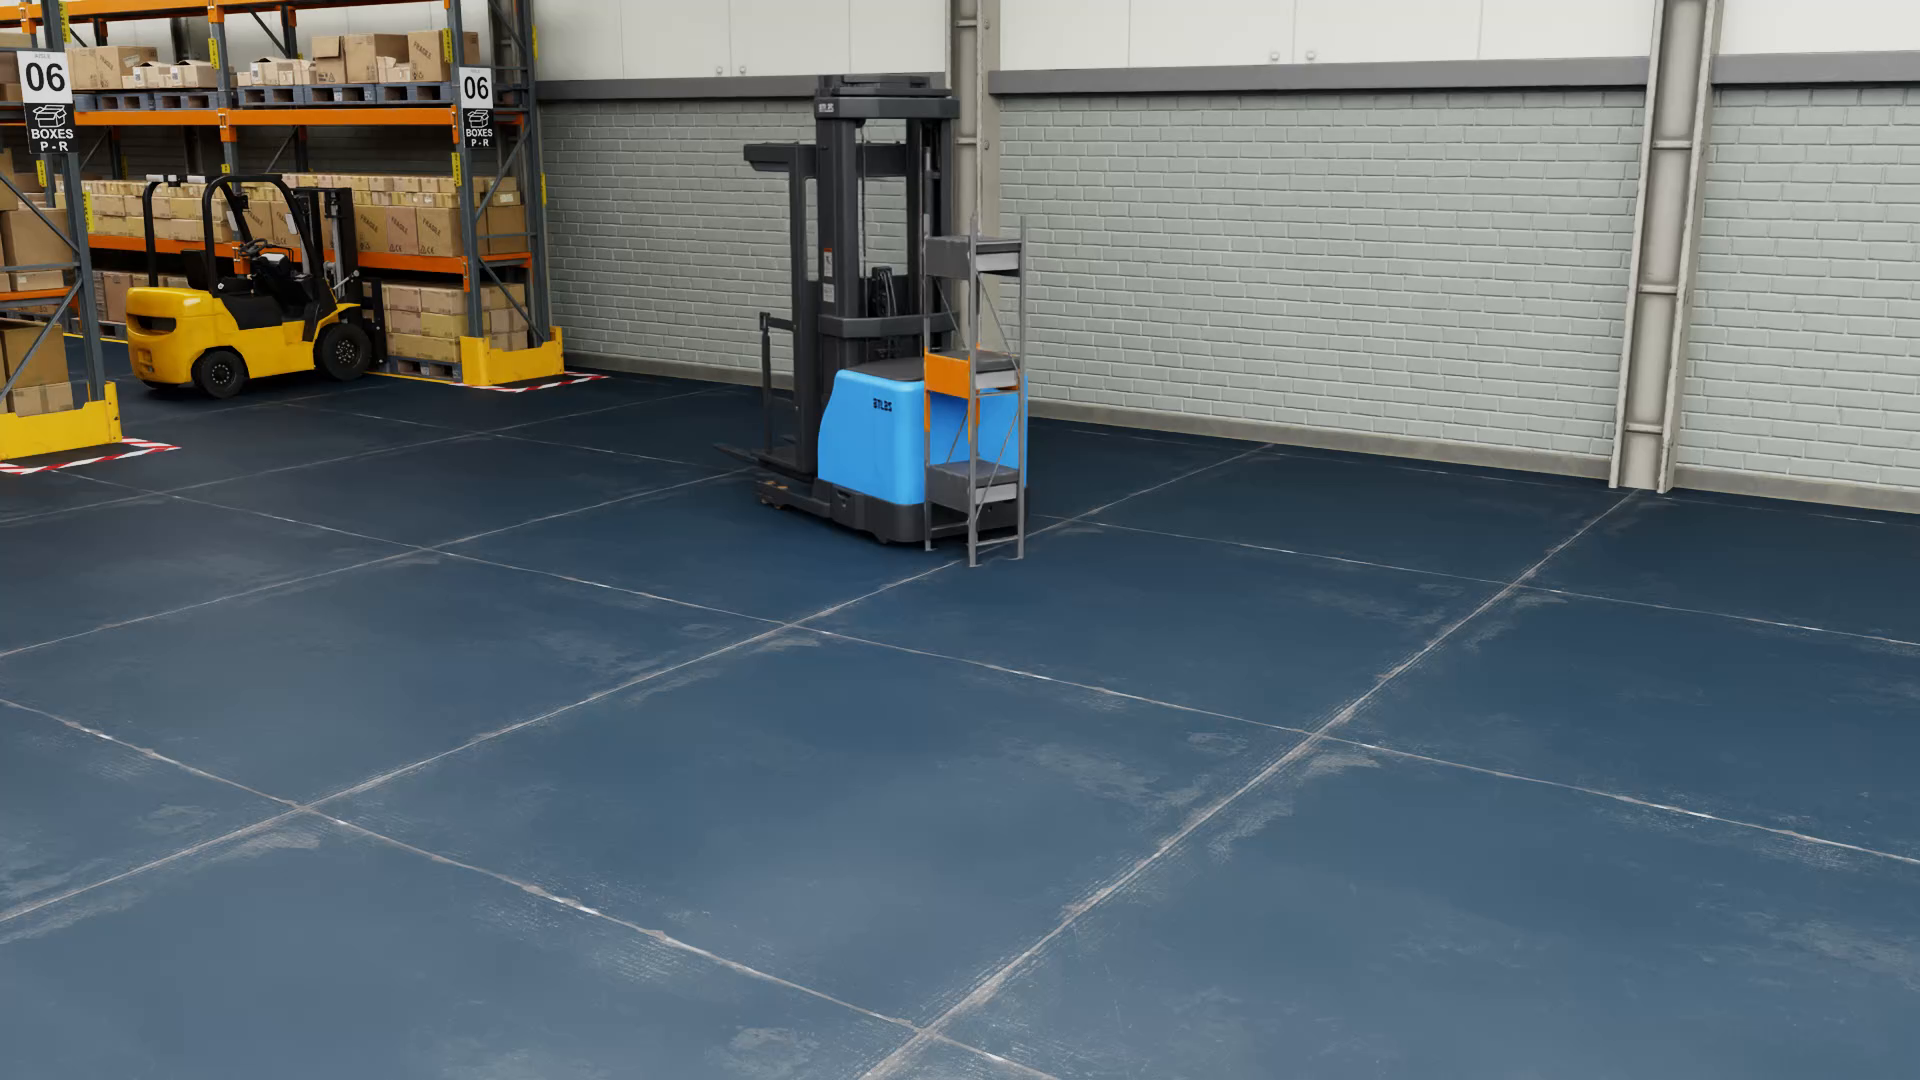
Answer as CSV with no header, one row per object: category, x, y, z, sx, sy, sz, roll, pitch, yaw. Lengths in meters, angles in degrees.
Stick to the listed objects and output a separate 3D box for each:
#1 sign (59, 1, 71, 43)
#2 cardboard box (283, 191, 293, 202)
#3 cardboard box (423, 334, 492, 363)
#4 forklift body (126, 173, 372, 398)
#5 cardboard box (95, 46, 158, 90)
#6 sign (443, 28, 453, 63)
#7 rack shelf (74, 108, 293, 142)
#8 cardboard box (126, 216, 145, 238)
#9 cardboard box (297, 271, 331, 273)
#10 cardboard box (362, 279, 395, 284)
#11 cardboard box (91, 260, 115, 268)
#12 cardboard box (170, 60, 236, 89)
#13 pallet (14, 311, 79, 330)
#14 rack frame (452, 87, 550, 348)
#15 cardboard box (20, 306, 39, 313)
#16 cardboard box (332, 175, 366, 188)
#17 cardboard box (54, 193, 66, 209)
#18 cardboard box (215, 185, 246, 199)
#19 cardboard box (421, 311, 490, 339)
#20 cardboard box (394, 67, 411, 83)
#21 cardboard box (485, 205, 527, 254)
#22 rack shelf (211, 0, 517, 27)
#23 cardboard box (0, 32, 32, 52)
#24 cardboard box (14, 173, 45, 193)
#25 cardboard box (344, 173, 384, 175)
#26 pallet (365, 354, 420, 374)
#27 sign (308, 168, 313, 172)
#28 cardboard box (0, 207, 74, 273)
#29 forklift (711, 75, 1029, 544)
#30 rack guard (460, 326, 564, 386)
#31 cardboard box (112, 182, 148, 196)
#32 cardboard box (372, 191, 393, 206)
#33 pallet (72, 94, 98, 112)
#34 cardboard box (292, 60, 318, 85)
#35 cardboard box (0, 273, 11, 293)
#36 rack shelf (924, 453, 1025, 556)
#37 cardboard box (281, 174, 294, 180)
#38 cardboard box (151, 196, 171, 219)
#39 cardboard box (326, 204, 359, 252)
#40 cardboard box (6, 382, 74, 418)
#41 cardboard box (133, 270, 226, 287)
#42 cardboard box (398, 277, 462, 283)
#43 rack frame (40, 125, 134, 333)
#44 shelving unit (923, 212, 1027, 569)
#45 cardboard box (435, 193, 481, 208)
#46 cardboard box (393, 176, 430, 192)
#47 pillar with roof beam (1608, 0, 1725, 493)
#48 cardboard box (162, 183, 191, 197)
sign,-7.255,-4.189,13.443,0.005,0.325,0.100,9,17,33
cardboard box,-7.381,-3.884,18.713,0.250,0.149,0.380,10,17,34
cardboard box,-5.356,-2.060,17.752,0.500,0.250,0.500,9,17,33
forklift body,-7.382,-2.670,17.132,1.214,2.155,2.313,9,17,33
cardboard box,-10.119,-5.739,20.231,0.500,0.500,0.500,10,17,34
sign,-5.105,-4.932,16.585,0.005,0.325,0.100,9,17,33
rack shelf,-9.769,-5.103,20.448,4.000,0.370,1.077,9,17,33
cardboard box,-9.921,-3.877,20.554,0.500,0.250,0.500,10,17,35
cardboard box,-7.593,-3.055,19.688,0.500,0.250,0.500,10,17,34
cardboard box,-6.614,-2.748,18.448,0.500,0.250,0.500,9,16,32
cardboard box,-11.687,-3.701,22.511,0.250,0.149,0.380,10,17,36
cardboard box,-8.846,-5.441,19.422,0.500,0.311,0.500,9,16,31
pallet,-12.027,-3.018,22.576,1.213,0.211,1.003,9,17,33
rack frame,-4.790,-3.191,17.472,0.127,3.000,1.000,9,17,33
cardboard box,-12.309,-3.337,22.391,0.500,0.500,0.500,9,16,32
cardboard box,-6.681,-3.947,18.347,0.250,0.149,0.380,9,17,33
cardboard box,-11.211,-4.321,21.306,0.500,0.250,0.500,9,17,33
cardboard box,-8.517,-4.092,19.555,0.250,0.149,0.380,10,17,35
cardboard box,-5.369,-2.306,17.704,0.500,0.250,0.500,9,16,32
cardboard box,-5.647,-4.828,17.283,0.250,0.149,0.380,9,16,31
cardboard box,-5.046,-3.361,17.952,0.500,0.500,0.500,10,17,35
rack shelf,-6.450,-5.828,17.969,4.000,0.370,1.077,9,17,33
cardboard box,-7.738,-4.010,13.402,0.250,0.149,0.380,9,17,32
cardboard box,-12.886,-4.700,22.478,0.637,0.503,0.797,9,16,32
cardboard box,-6.817,-4.118,19.040,0.250,0.149,0.380,9,16,32
pallet,-6.456,-2.096,18.849,1.213,0.211,1.003,9,17,33
sign,-7.801,-4.297,19.973,0.005,0.325,0.100,9,17,33
cardboard box,-7.796,-2.513,13.904,0.500,0.500,0.500,9,16,32
forklift,-0.797,-1.699,11.585,1.130,2.935,3.031,-9,17,-34
rack guard,-4.770,-1.975,17.759,0.348,0.500,1.175,9,17,33
cardboard box,-10.252,-4.355,20.615,0.250,0.149,0.380,10,17,34
cardboard box,-6.091,-3.682,17.898,0.250,0.149,0.380,9,16,31
pallet,-10.815,-5.555,21.172,1.003,0.211,1.213,10,17,35
cardboard box,-7.047,-5.111,18.183,0.258,0.266,0.396,9,16,31
cardboard box,-7.987,-2.086,13.532,0.250,0.149,0.380,10,17,35
rack shelf,0.086,-0.229,10.348,0.431,0.518,0.480,-9,17,-34
cardboard box,-7.527,-4.084,18.902,0.250,0.149,0.380,9,16,32
cardboard box,-9.511,-4.050,20.211,0.500,0.250,0.500,10,17,34
cardboard box,-6.619,-3.459,18.344,0.500,0.500,0.500,9,17,33
cardboard box,-8.072,-1.233,14.411,0.500,0.250,0.500,9,17,32
cardboard box,-9.813,-3.052,20.980,0.625,0.625,0.875,8,16,31
cardboard box,-5.909,-2.783,18.592,0.500,0.250,0.500,9,17,32
rack frame,-11.428,-4.264,21.806,0.127,3.000,1.000,9,17,33
shelving unit,0.086,-0.922,10.176,0.431,2.100,0.503,-9,17,-34
cardboard box,-5.234,-3.545,17.344,0.250,0.149,0.380,9,17,34
cardboard box,-5.824,-3.810,17.794,0.250,0.149,0.380,9,17,33
pillar with roof beam,2.690,-3.909,7.886,0.400,9.000,9.100,9,17,33
cardboard box,-9.389,-4.223,20.083,0.250,0.149,0.380,9,16,31
